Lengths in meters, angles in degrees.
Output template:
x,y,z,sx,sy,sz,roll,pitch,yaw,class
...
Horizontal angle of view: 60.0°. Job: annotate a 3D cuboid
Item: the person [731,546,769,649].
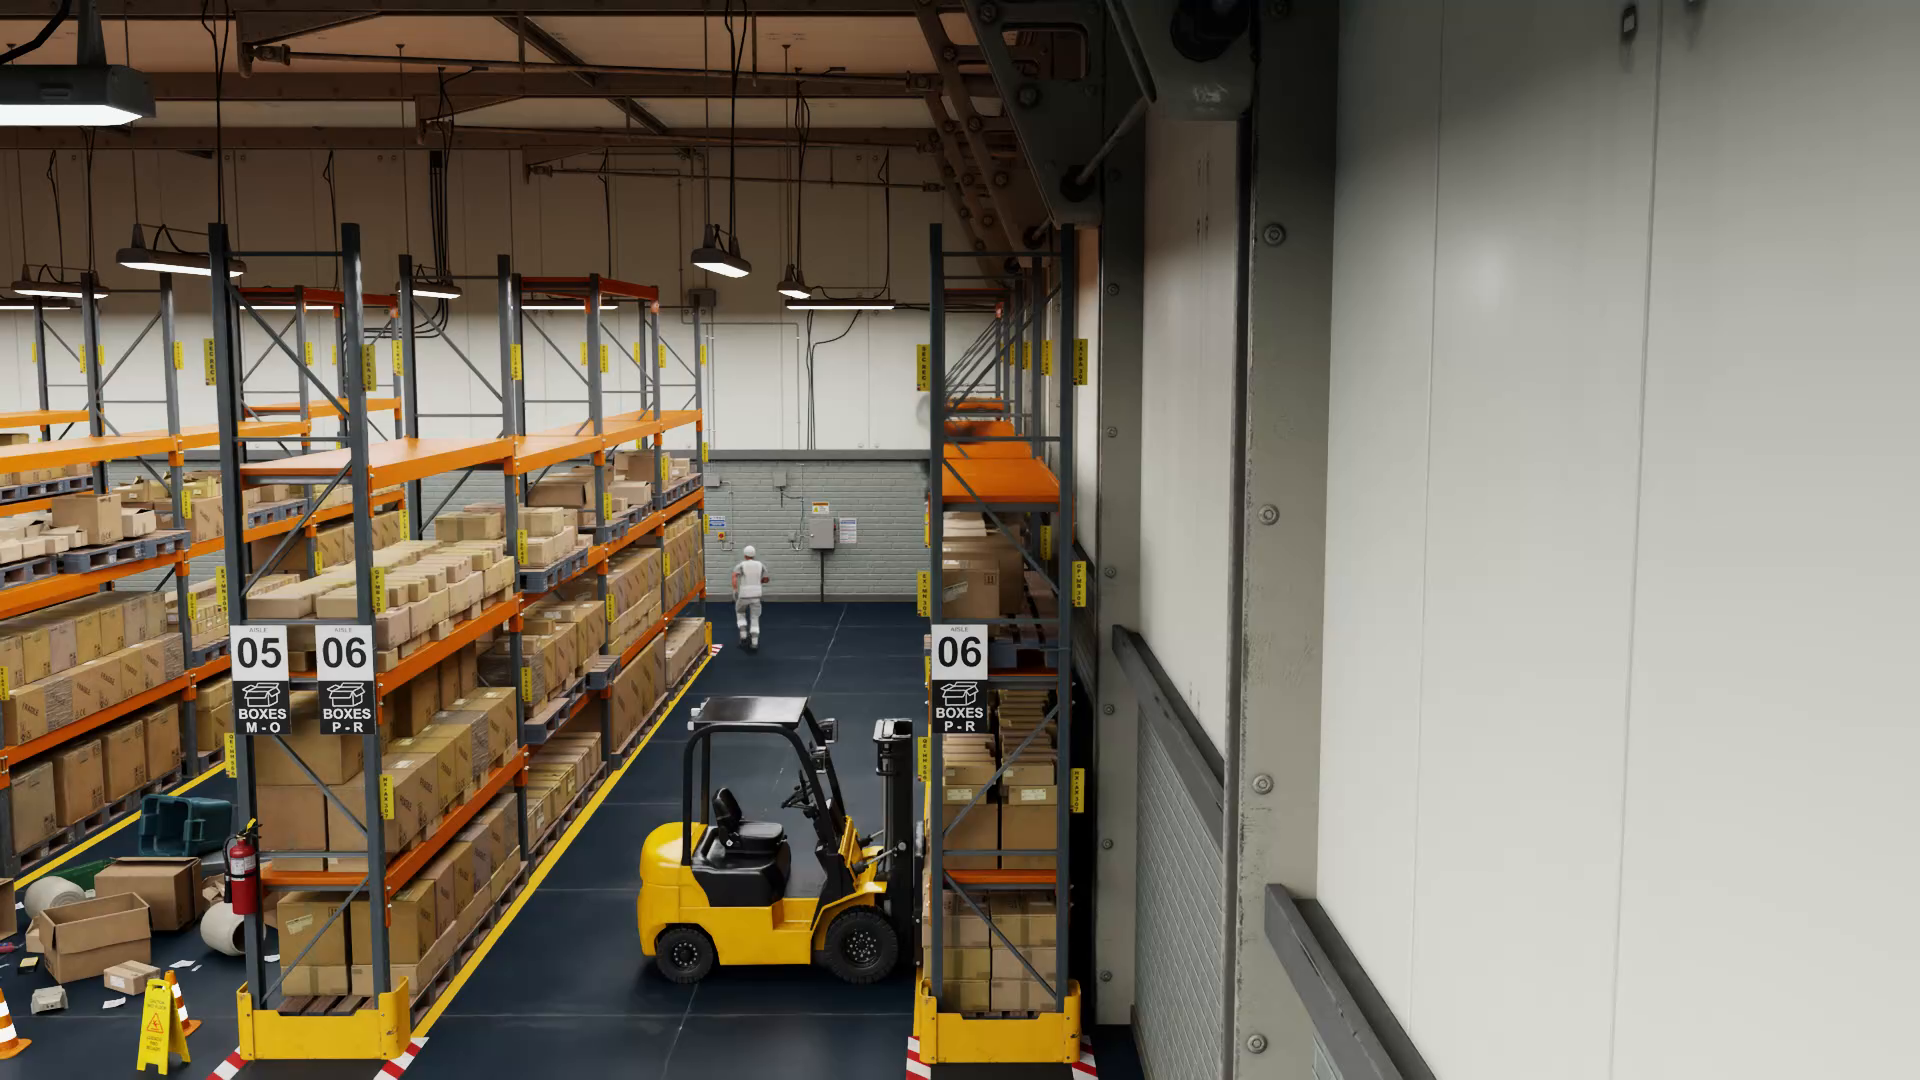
x,y,z,sx,sy,sz,roll,pitch,yaw,class
-3.583,0.991,28.337,0.686,1.791,0.793,-2,7,-17,person
